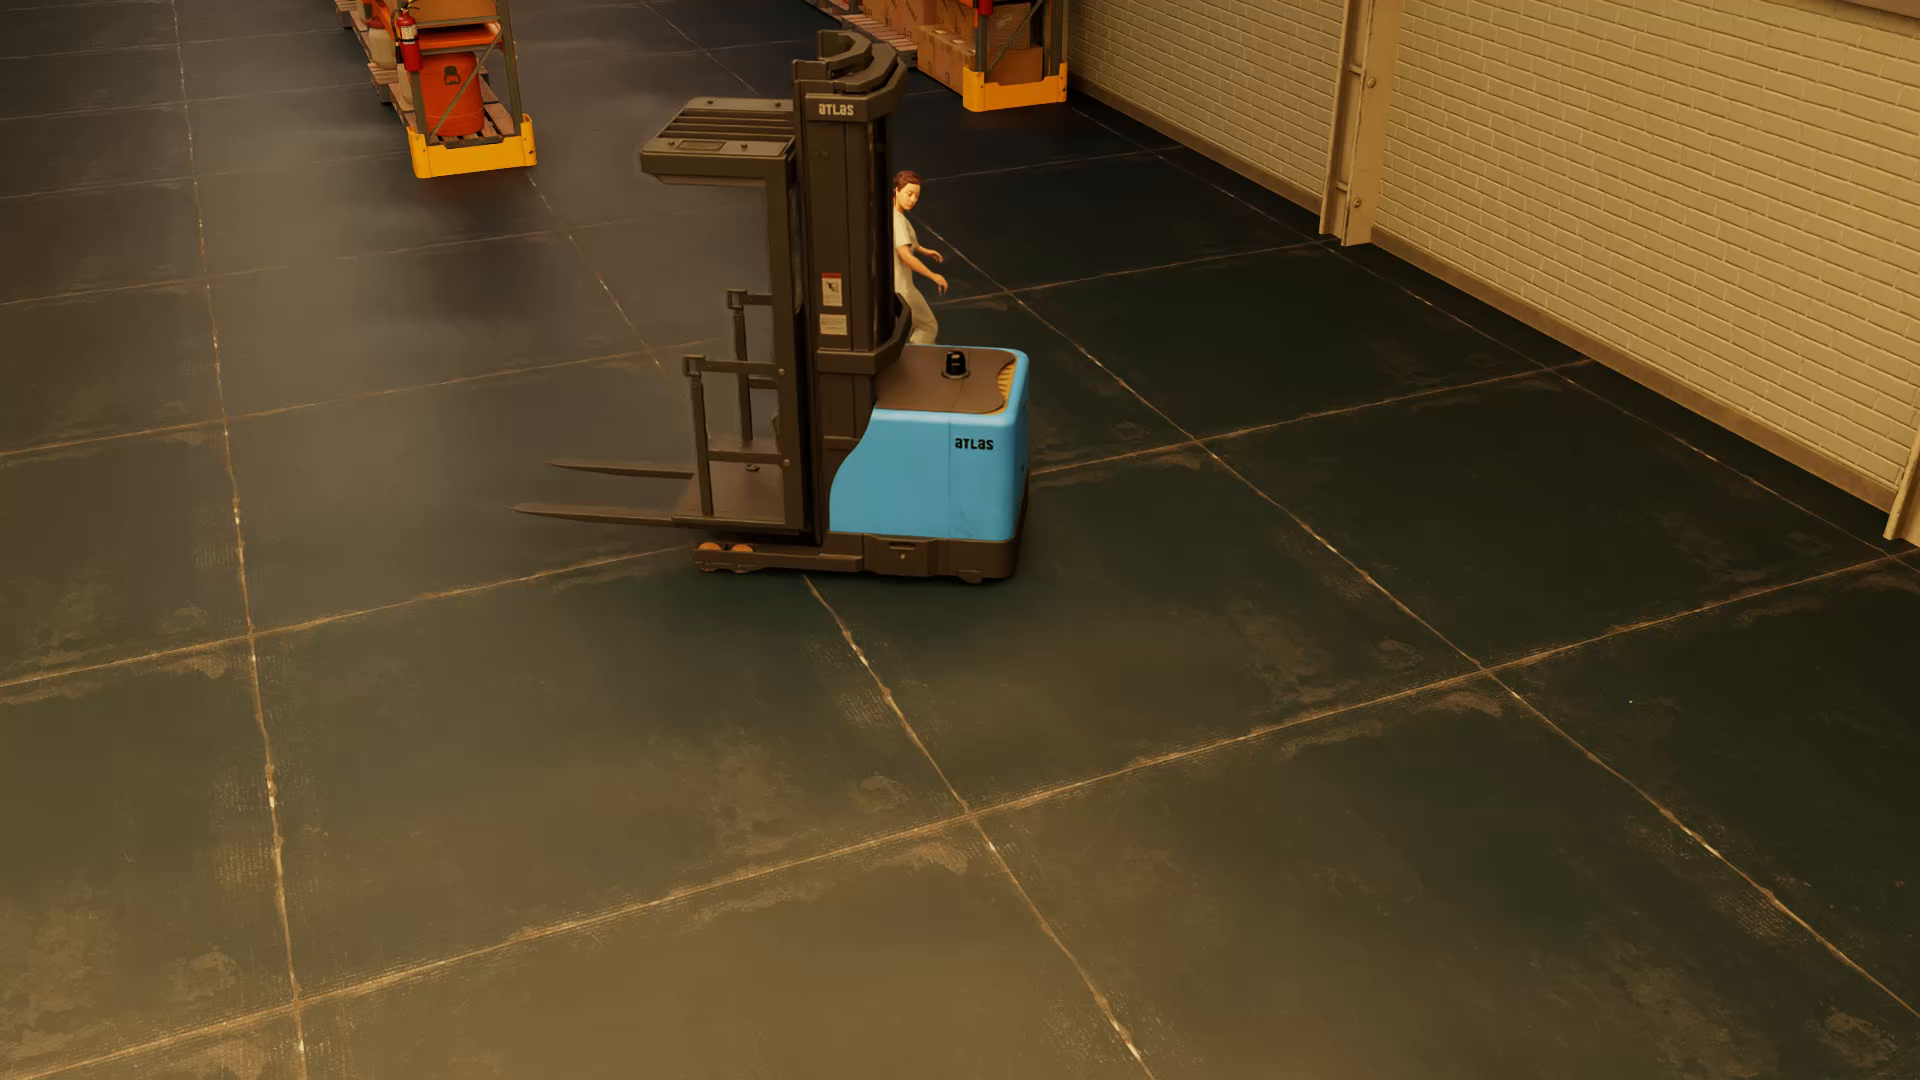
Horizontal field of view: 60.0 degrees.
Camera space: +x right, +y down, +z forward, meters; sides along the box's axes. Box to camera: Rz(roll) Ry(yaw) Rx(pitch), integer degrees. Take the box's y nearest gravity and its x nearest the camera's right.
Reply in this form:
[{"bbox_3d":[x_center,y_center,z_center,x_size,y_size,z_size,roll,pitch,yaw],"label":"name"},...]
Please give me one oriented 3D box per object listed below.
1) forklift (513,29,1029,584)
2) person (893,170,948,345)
[{"bbox_3d":[-1.132,-1.332,9.450,3.031,2.935,1.130,4,30,6],"label":"forklift"},{"bbox_3d":[-0.317,-1.792,11.626,0.622,1.599,0.682,-13,32,-21],"label":"person"}]
